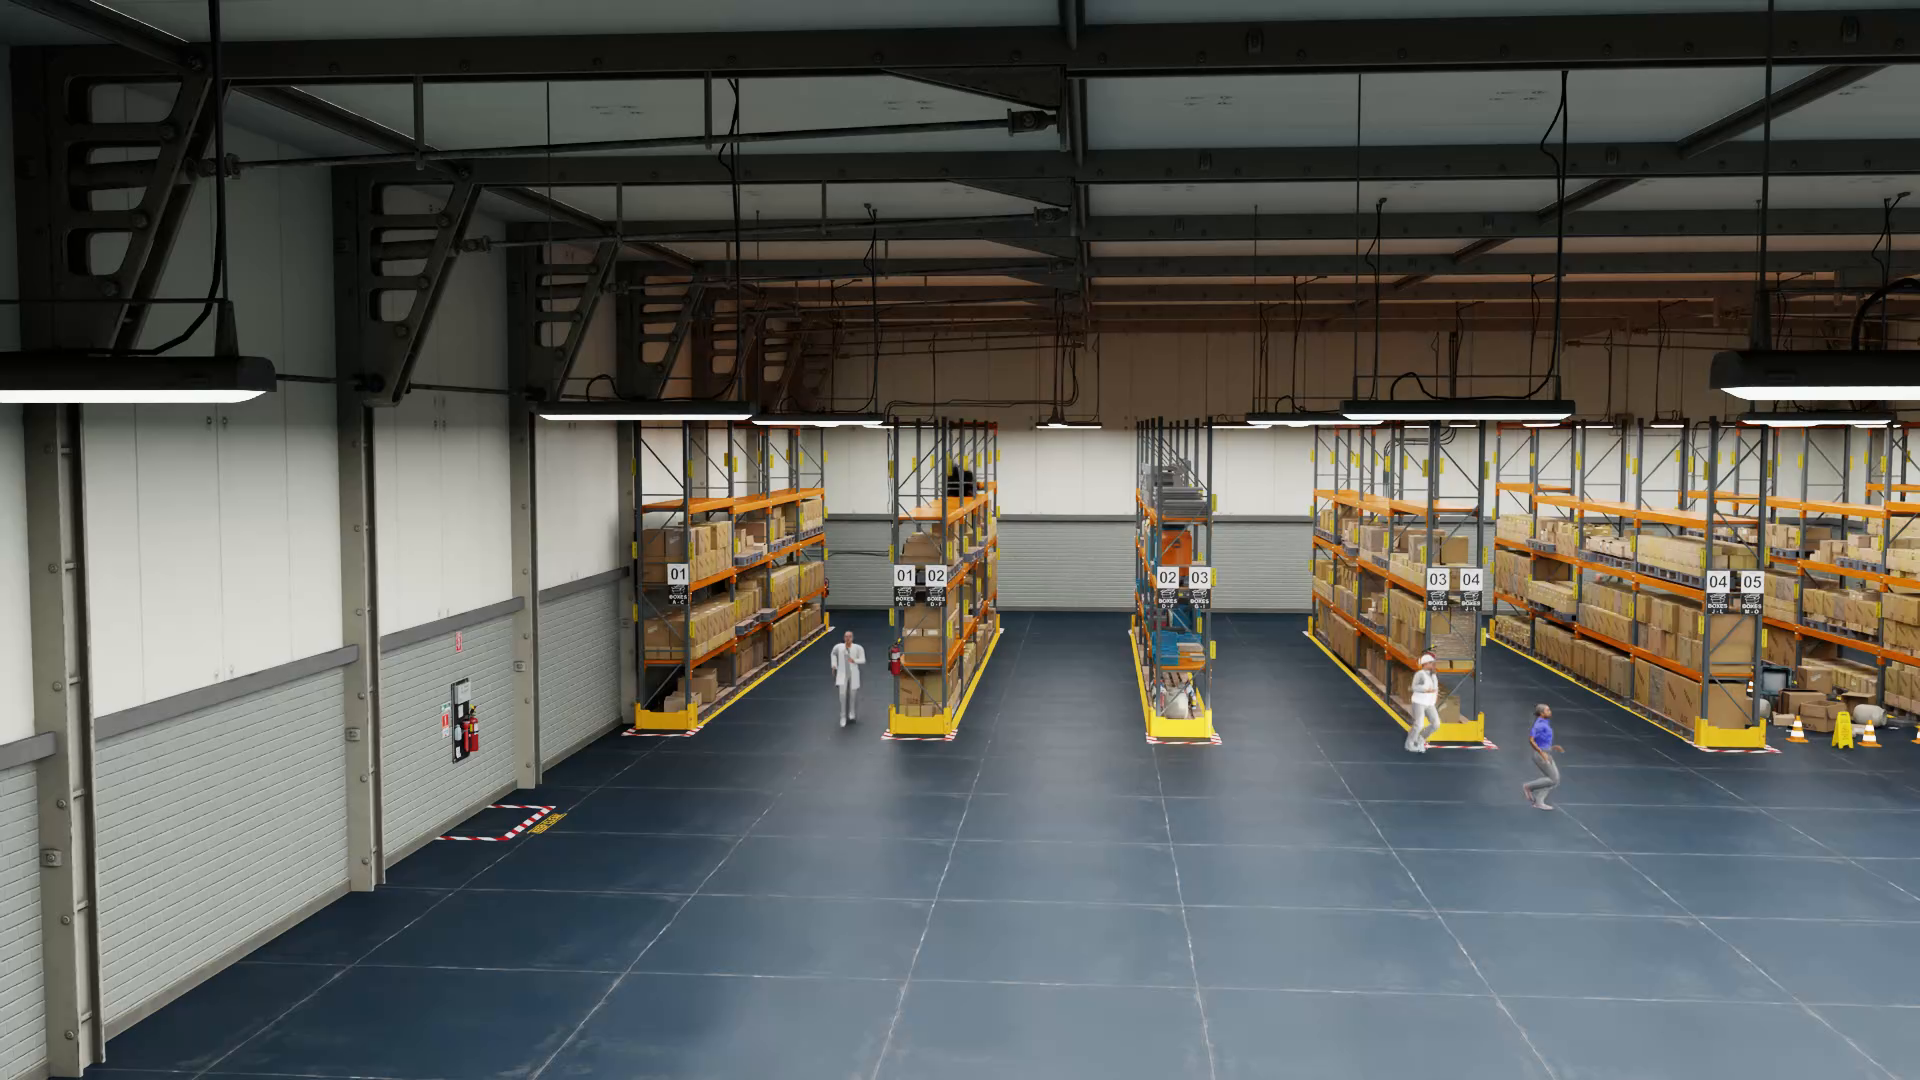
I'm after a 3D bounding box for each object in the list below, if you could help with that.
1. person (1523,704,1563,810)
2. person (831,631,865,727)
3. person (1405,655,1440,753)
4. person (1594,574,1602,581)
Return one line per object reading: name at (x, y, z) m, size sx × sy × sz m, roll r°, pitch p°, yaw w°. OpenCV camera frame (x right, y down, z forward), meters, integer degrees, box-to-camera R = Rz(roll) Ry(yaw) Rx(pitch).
person at (8.831, 3.280, 25.176) m, size 0.559 × 1.611 × 0.575 m, roll 2°, pitch 4°, yaw 24°
person at (-2.194, 2.750, 32.619) m, size 0.673 × 1.759 × 0.857 m, roll 0°, pitch 4°, yaw -3°
person at (8.318, 2.925, 29.608) m, size 0.665 × 1.764 × 0.672 m, roll -2°, pitch 4°, yaw -30°
person at (18.187, 1.798, 47.397) m, size 0.590 × 1.680 × 0.670 m, roll 0°, pitch 4°, yaw 4°
